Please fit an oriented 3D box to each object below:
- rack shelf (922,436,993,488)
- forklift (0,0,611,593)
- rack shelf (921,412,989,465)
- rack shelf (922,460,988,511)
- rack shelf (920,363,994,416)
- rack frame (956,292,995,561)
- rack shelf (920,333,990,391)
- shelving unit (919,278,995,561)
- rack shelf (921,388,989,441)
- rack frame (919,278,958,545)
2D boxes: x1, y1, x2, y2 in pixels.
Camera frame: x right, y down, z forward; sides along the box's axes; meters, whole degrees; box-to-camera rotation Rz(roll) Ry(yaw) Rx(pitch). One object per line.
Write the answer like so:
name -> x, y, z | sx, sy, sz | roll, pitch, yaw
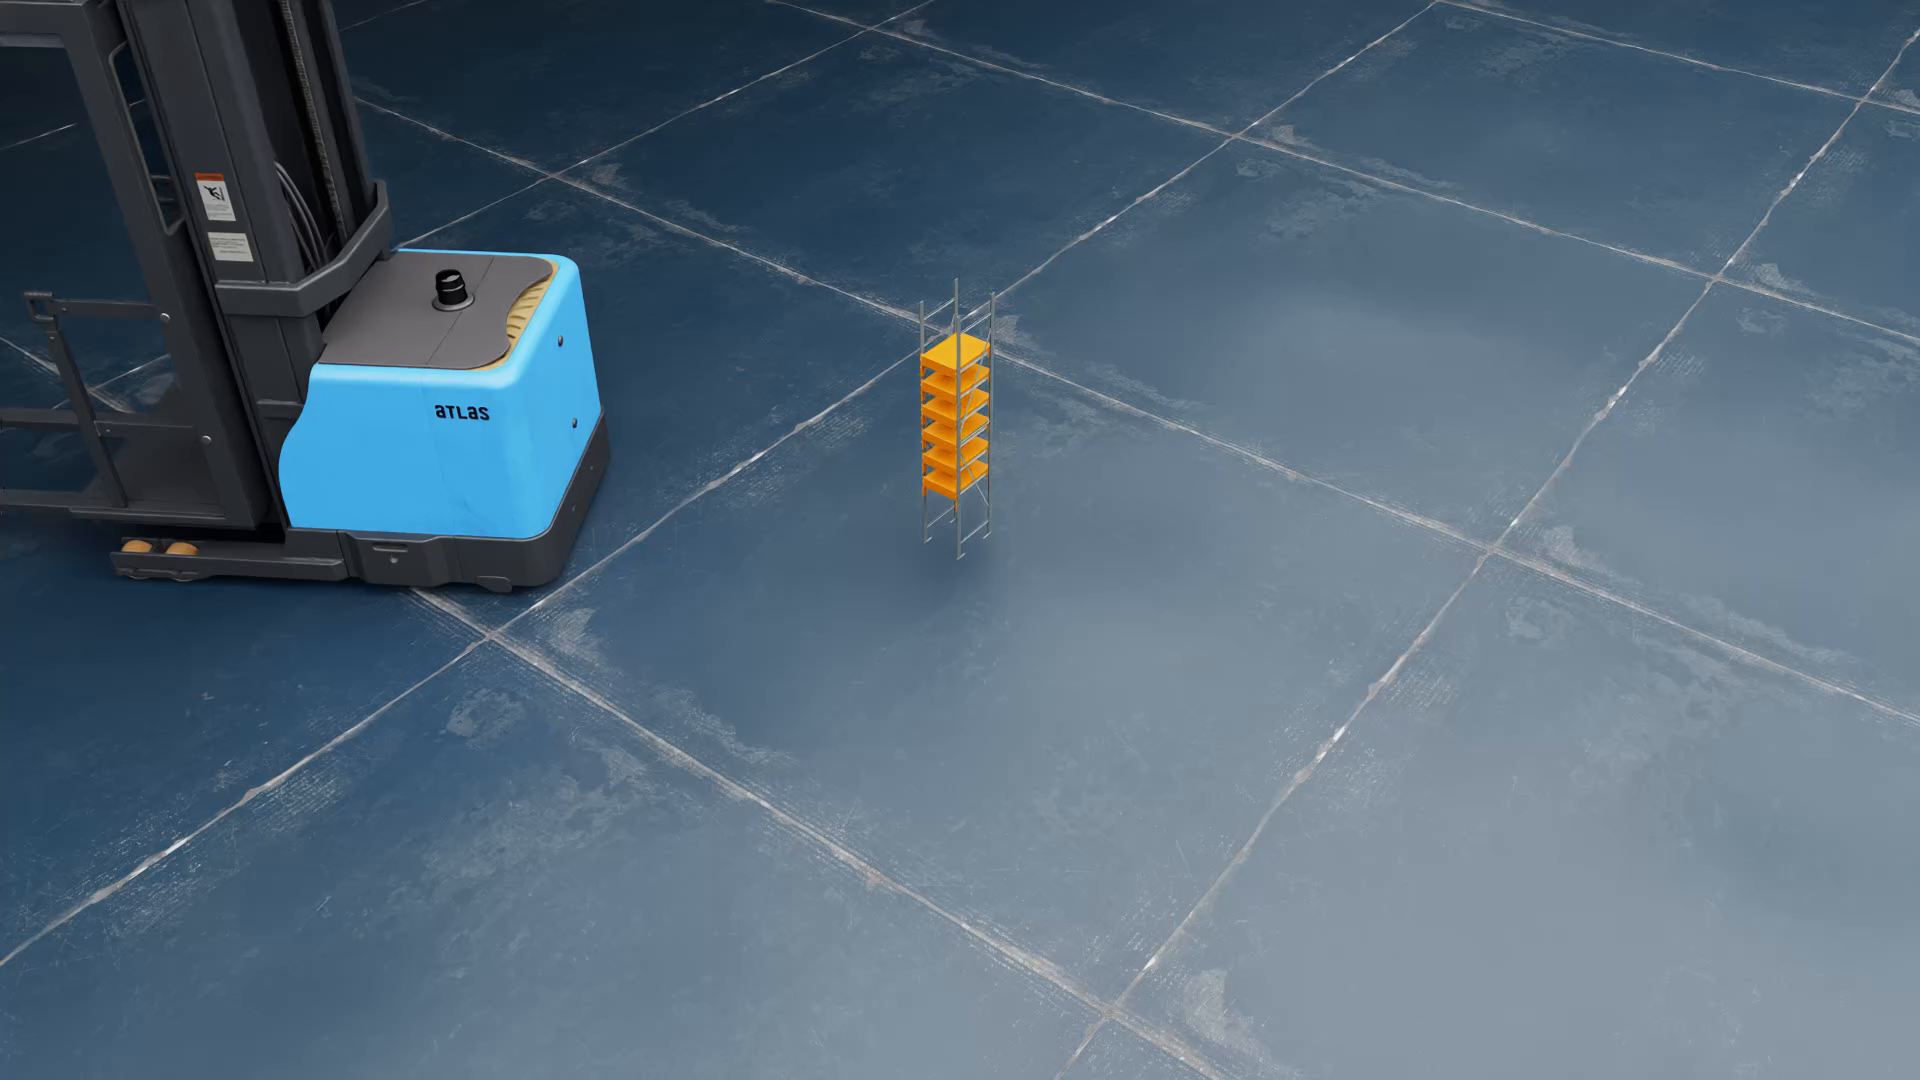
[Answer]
rack shelf -> -0.011, -0.348, 6.988 | 0.180, 0.103, 0.258 | 25, 45, 29
forklift -> -3.147, -1.299, 6.532 | 3.031, 2.935, 1.130 | 3, 38, 4
rack shelf -> -0.011, -0.443, 6.914 | 0.180, 0.103, 0.258 | 25, 45, 29
rack shelf -> -0.011, -0.254, 7.062 | 0.180, 0.103, 0.258 | 25, 45, 29
rack shelf -> -0.011, -0.632, 6.766 | 0.180, 0.103, 0.258 | 25, 45, 29
rack frame -> 0.061, -0.444, 6.843 | 0.006, 1.200, 0.240 | 25, 45, 29
rack shelf -> -0.011, -0.726, 6.692 | 0.180, 0.103, 0.258 | 25, 45, 29
shelving unit -> -0.011, -0.478, 6.887 | 0.189, 1.200, 0.258 | 25, 45, 29
rack shelf -> -0.011, -0.537, 6.840 | 0.180, 0.103, 0.258 | 25, 45, 29
rack frame -> -0.084, -0.512, 6.931 | 0.006, 1.200, 0.240 | 25, 45, 29
